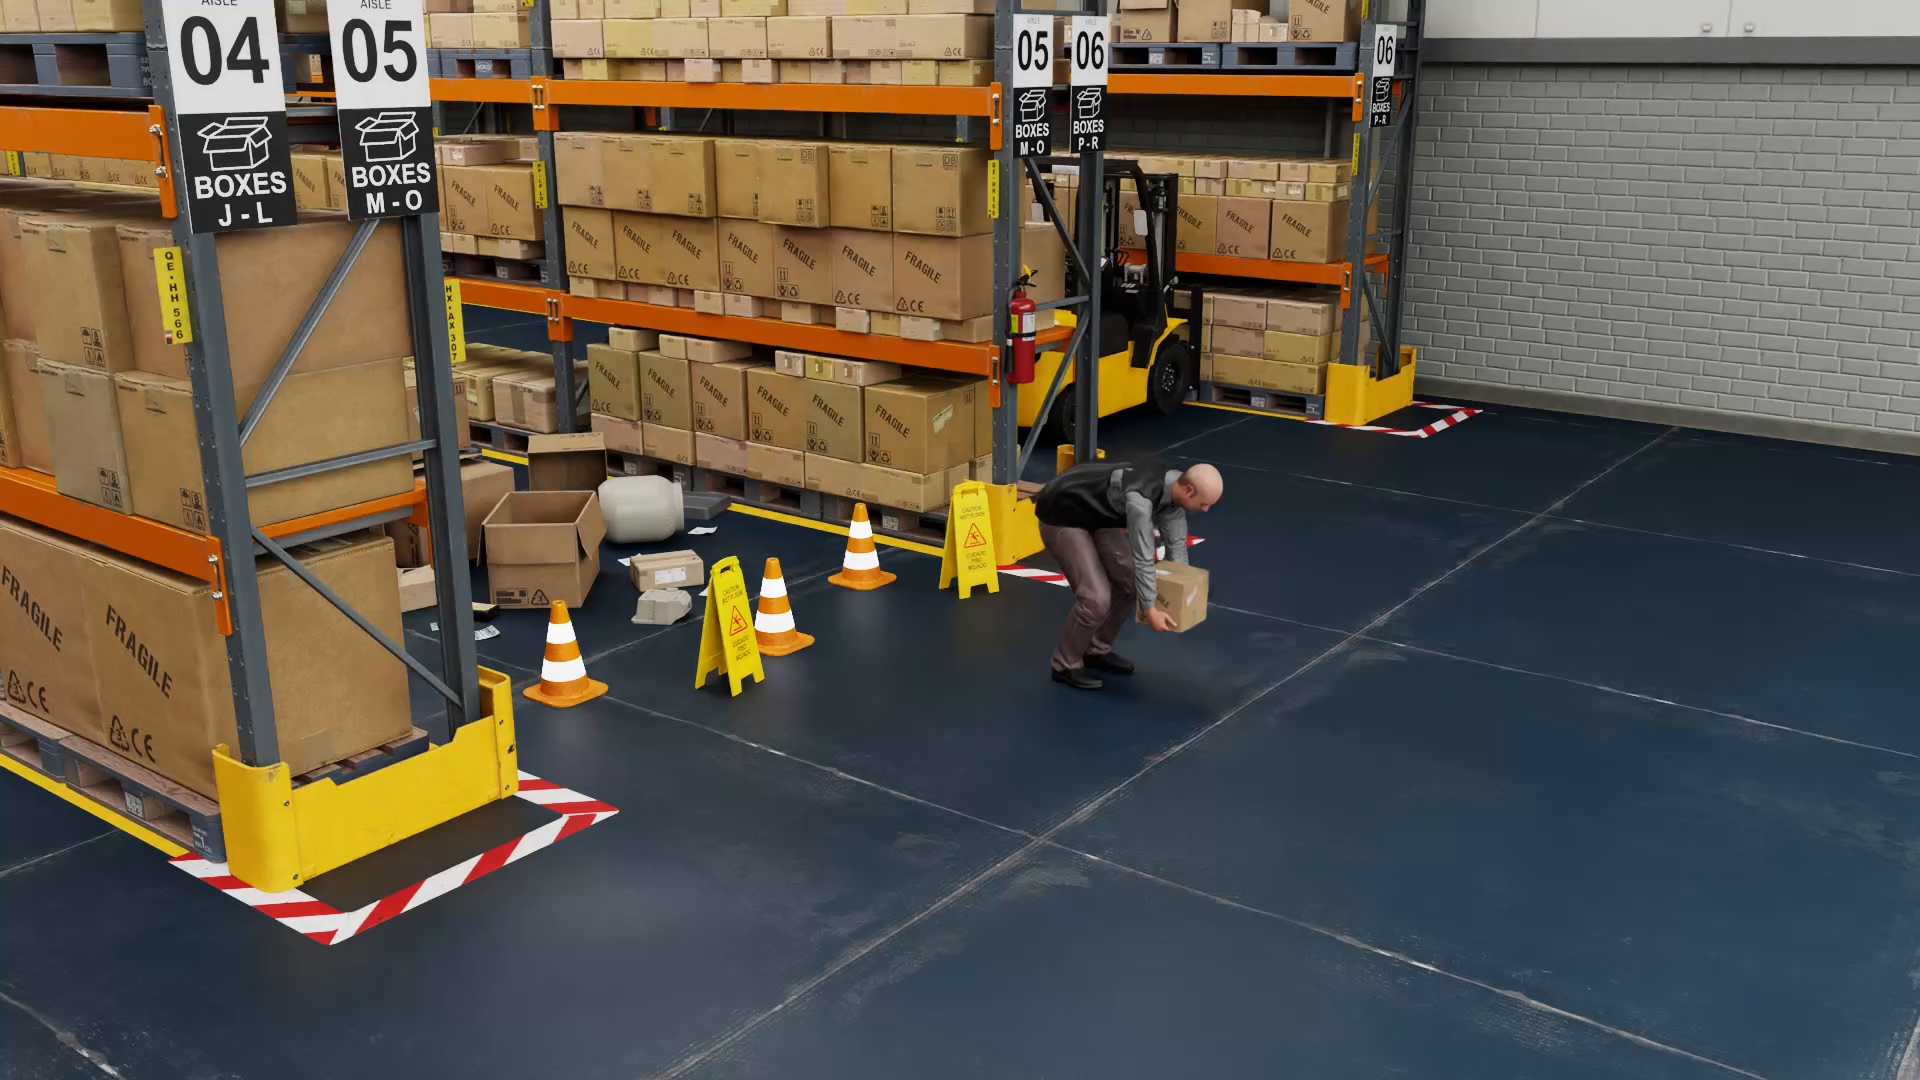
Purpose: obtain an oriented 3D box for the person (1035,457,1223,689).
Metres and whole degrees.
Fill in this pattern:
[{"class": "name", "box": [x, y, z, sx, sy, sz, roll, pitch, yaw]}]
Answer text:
[{"class": "person", "box": [0.815, 0.151, 8.058, 0.937, 1.164, 0.485, 11, 20, 33]}]
